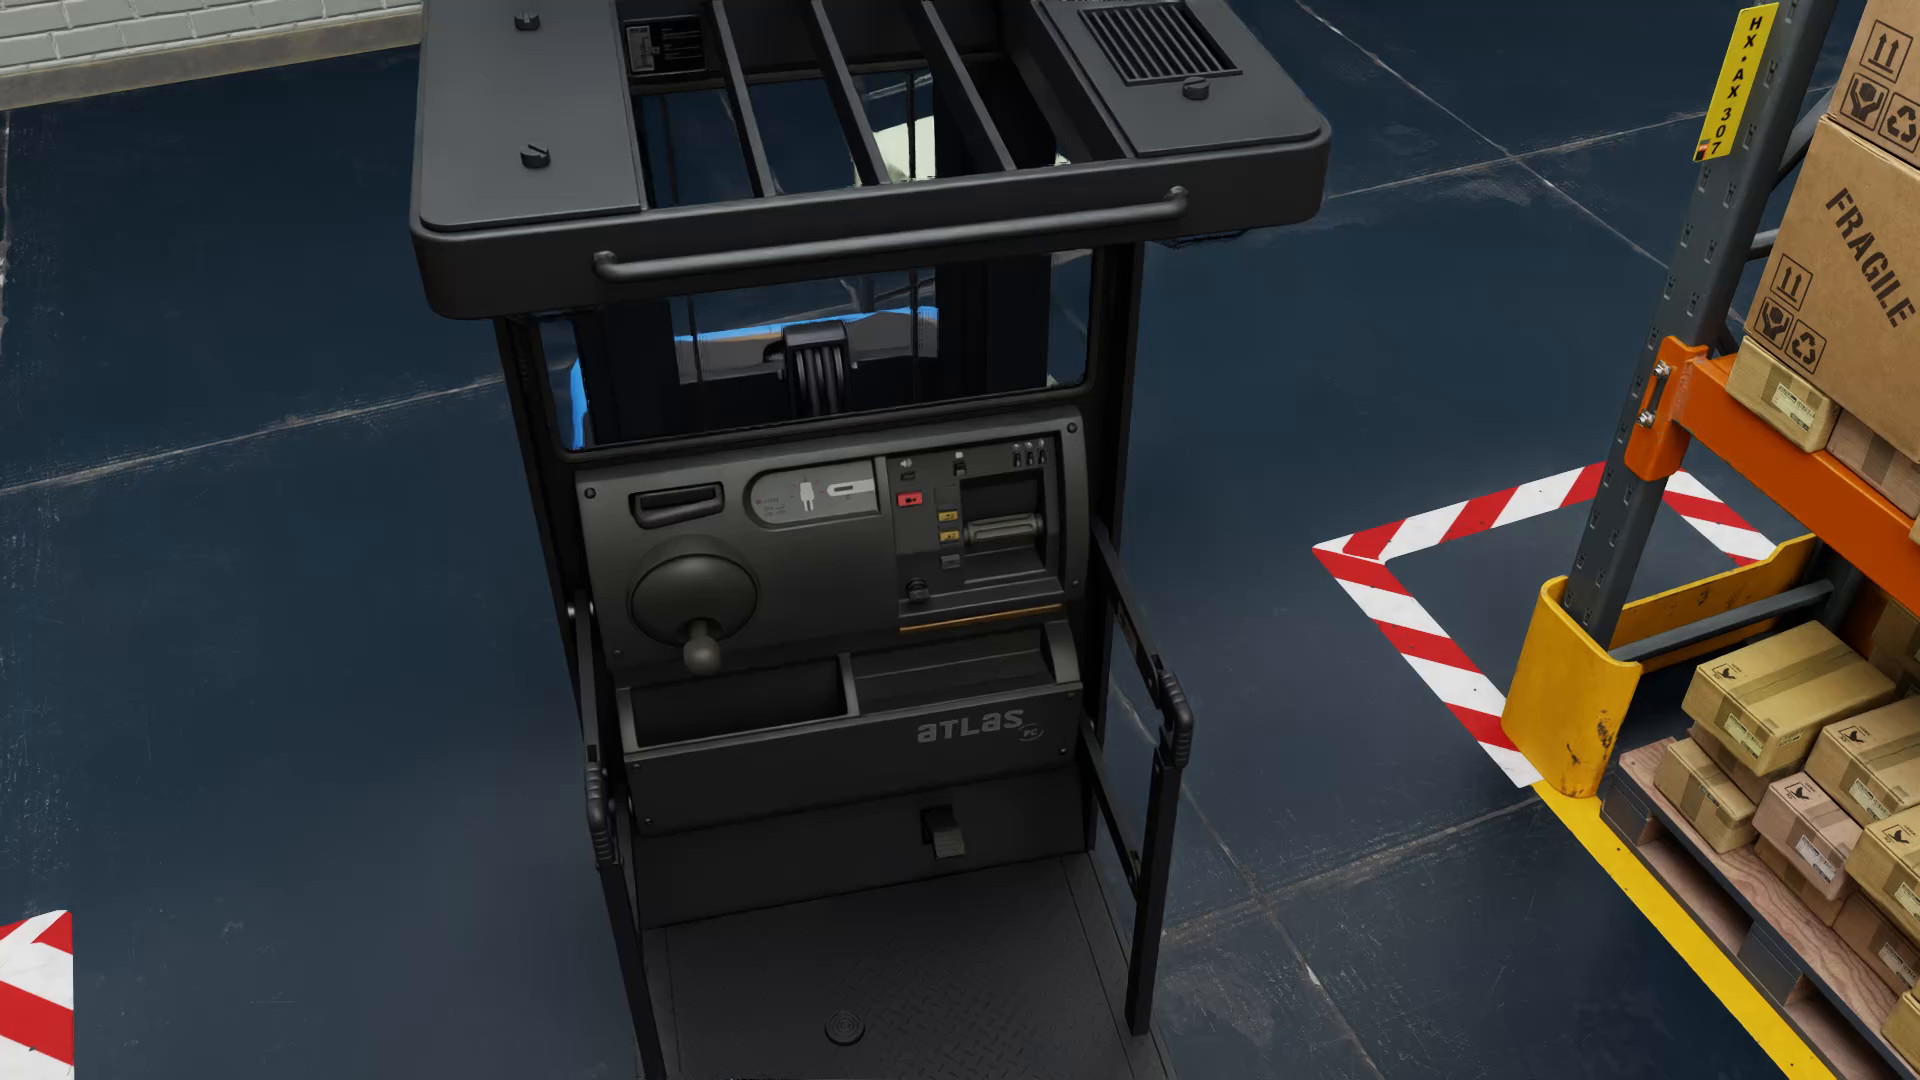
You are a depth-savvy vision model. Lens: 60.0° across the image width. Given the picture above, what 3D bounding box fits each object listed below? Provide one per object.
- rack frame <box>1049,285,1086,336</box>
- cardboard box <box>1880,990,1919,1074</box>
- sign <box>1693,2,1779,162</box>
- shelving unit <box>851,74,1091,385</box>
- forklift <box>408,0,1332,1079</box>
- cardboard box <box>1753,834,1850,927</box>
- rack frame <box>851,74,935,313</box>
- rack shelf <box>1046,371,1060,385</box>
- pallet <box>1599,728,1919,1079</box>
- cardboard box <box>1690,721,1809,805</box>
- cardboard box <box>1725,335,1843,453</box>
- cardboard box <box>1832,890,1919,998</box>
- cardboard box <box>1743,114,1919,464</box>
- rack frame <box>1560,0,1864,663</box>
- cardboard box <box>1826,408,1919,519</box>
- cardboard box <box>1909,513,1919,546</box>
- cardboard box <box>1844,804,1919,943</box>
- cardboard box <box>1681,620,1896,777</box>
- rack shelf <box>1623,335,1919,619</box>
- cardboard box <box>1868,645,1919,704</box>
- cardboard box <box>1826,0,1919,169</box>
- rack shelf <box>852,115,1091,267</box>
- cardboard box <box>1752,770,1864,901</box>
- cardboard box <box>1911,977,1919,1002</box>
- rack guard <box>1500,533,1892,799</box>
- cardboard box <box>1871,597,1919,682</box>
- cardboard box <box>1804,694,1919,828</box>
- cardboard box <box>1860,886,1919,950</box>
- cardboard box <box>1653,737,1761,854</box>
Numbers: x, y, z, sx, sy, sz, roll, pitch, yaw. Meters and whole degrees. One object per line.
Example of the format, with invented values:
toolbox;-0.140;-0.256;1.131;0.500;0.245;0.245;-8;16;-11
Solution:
rack frame;0.280;-0.368;4.527;0.400;1.500;0.023;-23;46;-25
cardboard box;2.245;1.057;3.585;0.380;0.149;0.250;-15;43;-16
sign;1.566;-0.920;3.355;0.100;0.325;0.005;-15;43;-17
shelving unit;0.079;-0.567;4.759;0.431;1.500;0.755;-23;46;-25
forklift;-0.169;0.085;2.903;1.130;2.935;3.031;-8;41;-9
cardboard box;2.147;0.728;3.968;0.380;0.149;0.250;-15;43;-17
rack frame;-0.122;-0.767;4.991;0.400;1.500;0.023;-23;46;-25
rack shelf;0.079;-0.320;4.972;0.431;0.370;0.720;-23;46;-25
pallet;2.374;0.874;4.071;1.003;0.211;1.213;-15;43;-17
cardboard box;2.030;0.462;4.049;0.380;0.149;0.250;-13;42;-15
cardboard box;1.888;-0.355;3.555;0.380;0.149;0.250;-15;43;-17
cardboard box;2.249;0.875;3.796;0.380;0.149;0.250;-15;43;-16
cardboard box;1.983;-0.538;3.270;0.500;0.500;0.500;-13;42;-15
rack frame;2.067;-0.727;3.795;1.000;3.000;0.127;-15;43;-17
cardboard box;2.024;-0.212;3.388;0.380;0.149;0.250;-14;43;-15
cardboard box;2.077;-0.036;3.184;0.380;0.149;0.250;-16;43;-18
cardboard box;2.148;0.689;3.556;0.380;0.149;0.250;-15;43;-17
cardboard box;1.953;0.370;3.928;0.380;0.149;0.250;-17;44;-19
rack shelf;2.832;0.751;2.628;1.077;0.370;4.000;-15;43;-17
cardboard box;2.533;0.329;4.203;0.380;0.149;0.250;-16;43;-18
cardboard box;1.993;-0.920;2.948;0.500;0.500;0.500;-15;43;-17
rack shelf;0.079;-0.863;4.505;0.431;0.370;0.720;-23;46;-25
cardboard box;2.083;0.641;3.841;0.380;0.149;0.250;-15;43;-17
cardboard box;2.256;0.948;3.484;0.380;0.149;0.250;-14;43;-16
rack guard;2.096;0.267;4.556;1.175;0.500;0.348;-15;43;-17
cardboard box;2.504;0.225;4.096;0.380;0.149;0.250;-15;43;-16
cardboard box;2.170;0.506;3.769;0.380;0.149;0.250;-14;43;-16
cardboard box;2.258;0.766;3.695;0.380;0.149;0.250;-15;43;-16
cardboard box;1.972;0.590;4.127;0.380;0.149;0.250;-14;43;-16
